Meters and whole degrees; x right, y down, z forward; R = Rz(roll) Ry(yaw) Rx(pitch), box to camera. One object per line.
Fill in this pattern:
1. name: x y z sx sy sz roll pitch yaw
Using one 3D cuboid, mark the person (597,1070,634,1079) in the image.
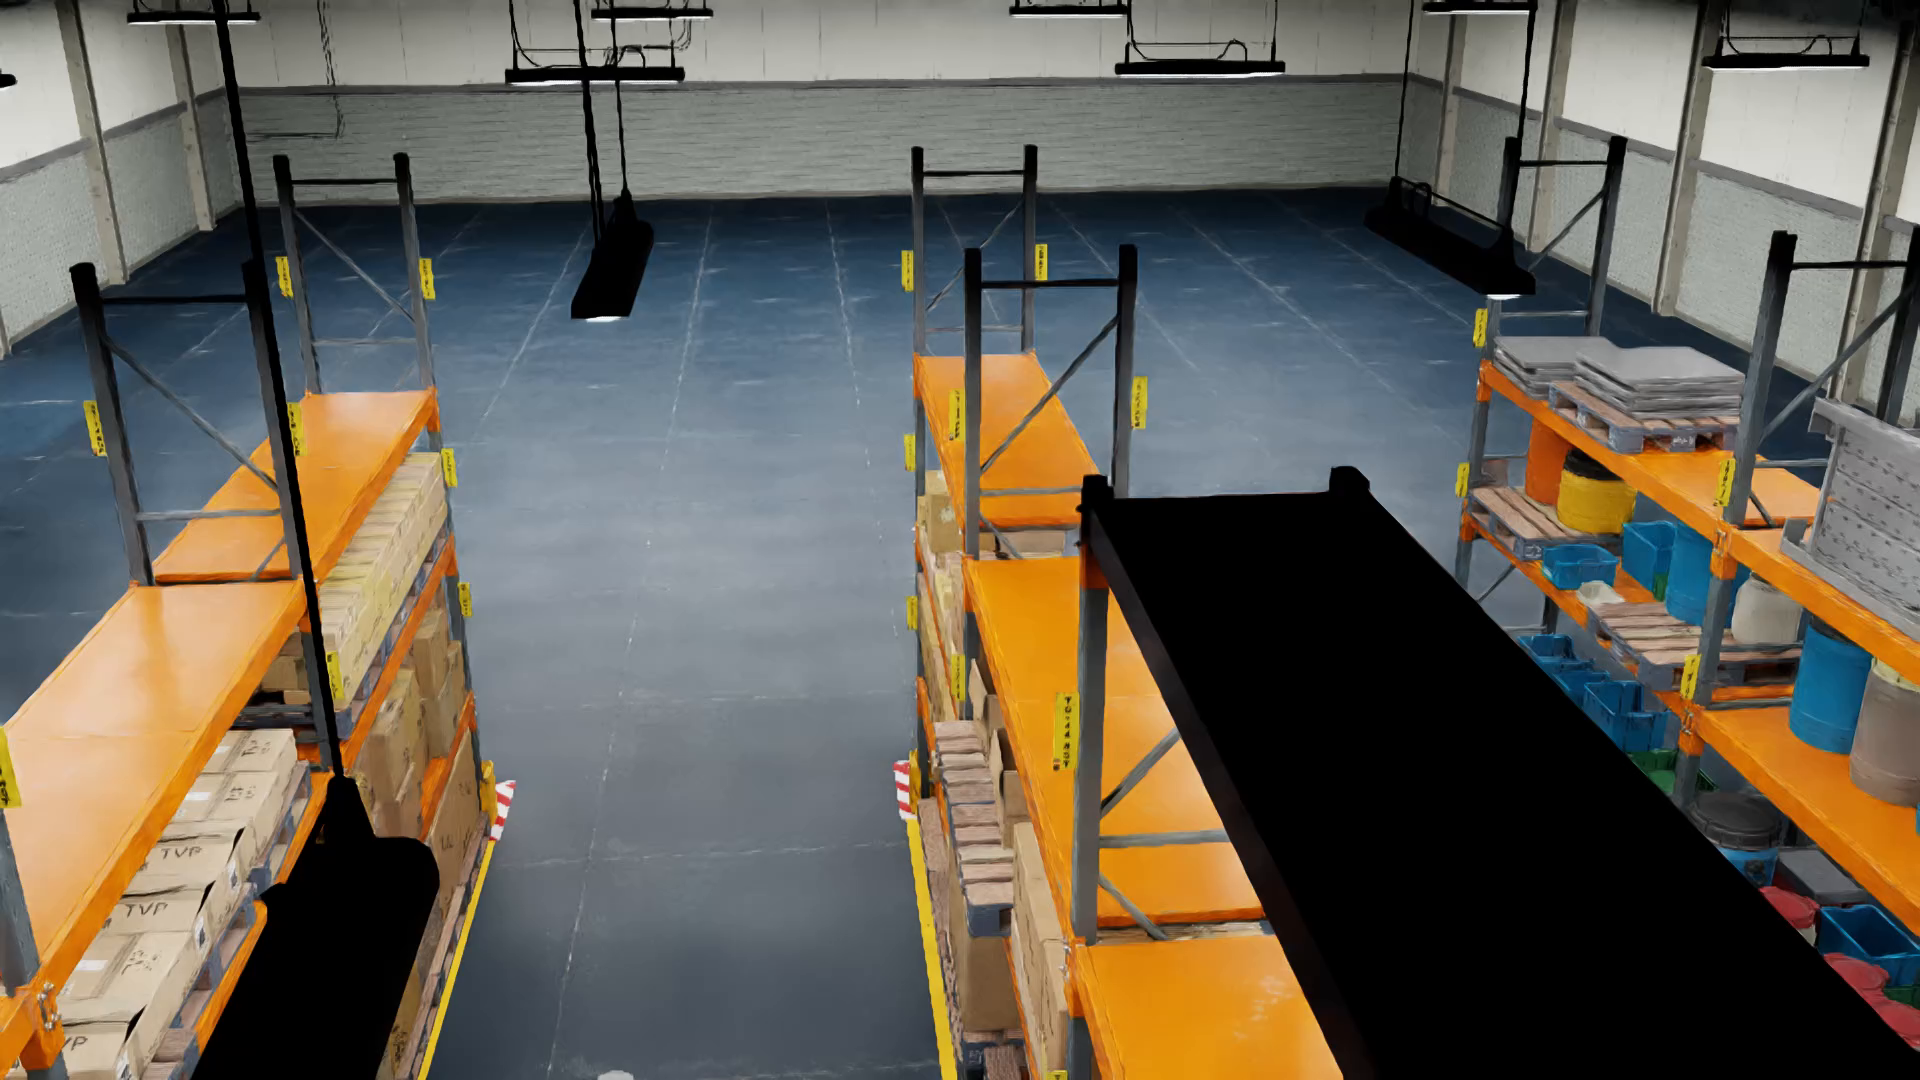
1. person: -1.975 3.851 9.629 0.374 1.570 0.797 -3 22 -6
